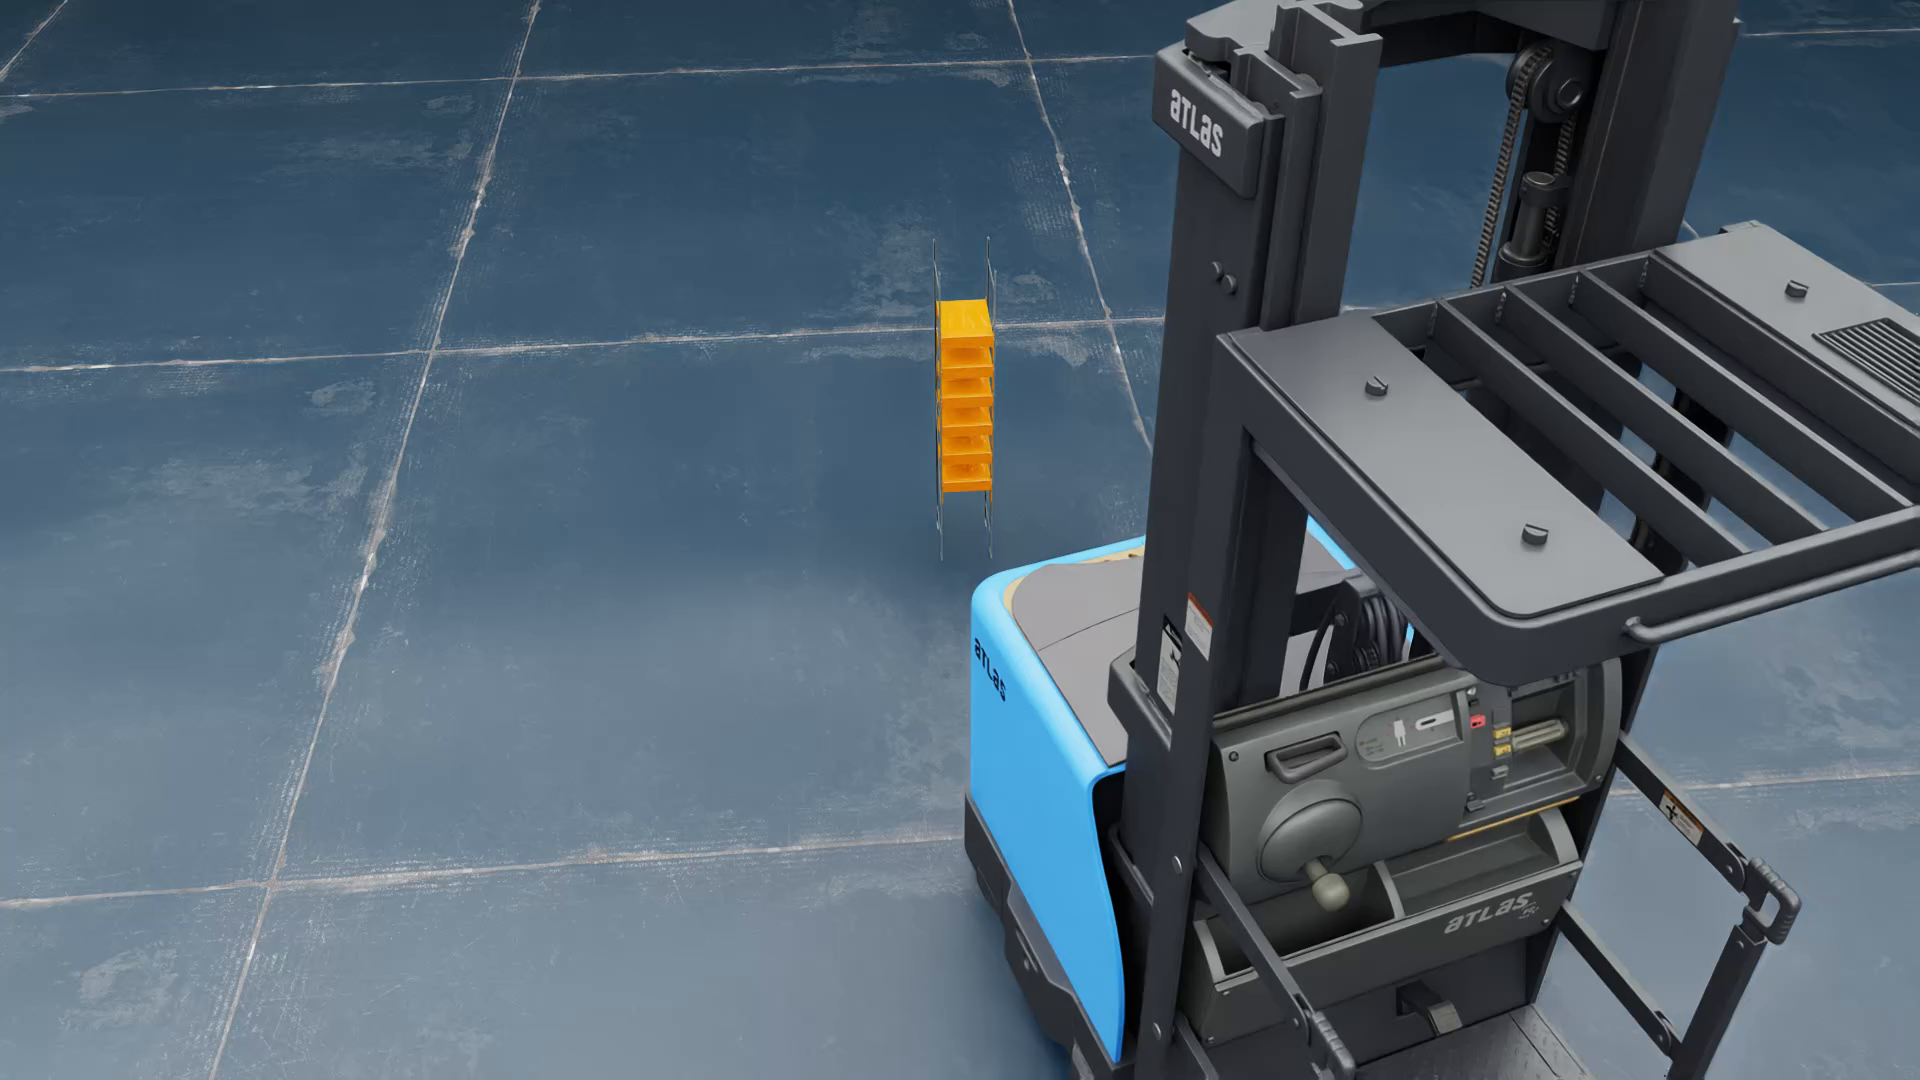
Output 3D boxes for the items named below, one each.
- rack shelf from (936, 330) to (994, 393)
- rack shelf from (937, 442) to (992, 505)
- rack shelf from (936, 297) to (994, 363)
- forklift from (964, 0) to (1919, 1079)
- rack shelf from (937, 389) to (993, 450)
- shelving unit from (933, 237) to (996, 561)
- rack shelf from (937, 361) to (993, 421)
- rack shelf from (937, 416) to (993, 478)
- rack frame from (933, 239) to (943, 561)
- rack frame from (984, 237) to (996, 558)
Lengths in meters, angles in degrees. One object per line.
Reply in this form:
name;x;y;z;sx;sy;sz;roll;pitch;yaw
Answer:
rack shelf;0.014;-0.625;5.758;0.180;0.103;0.258;-3;38;-4
rack shelf;0.014;-0.249;6.056;0.180;0.103;0.258;-3;38;-4
rack shelf;0.014;-0.720;5.684;0.180;0.103;0.258;-3;38;-4
forklift;1.023;0.534;3.207;1.130;2.935;3.031;-14;40;-17
rack shelf;0.014;-0.437;5.907;0.180;0.103;0.258;-3;38;-4
shelving unit;0.014;-0.472;5.879;0.189;1.200;0.258;-3;38;-4
rack shelf;0.014;-0.531;5.833;0.180;0.103;0.258;-3;38;-4
rack shelf;0.014;-0.343;5.981;0.180;0.103;0.258;-3;38;-4
rack frame;-0.077;-0.467;5.873;0.006;1.200;0.240;-3;38;-4
rack frame;0.106;-0.477;5.886;0.006;1.200;0.240;-3;38;-4
